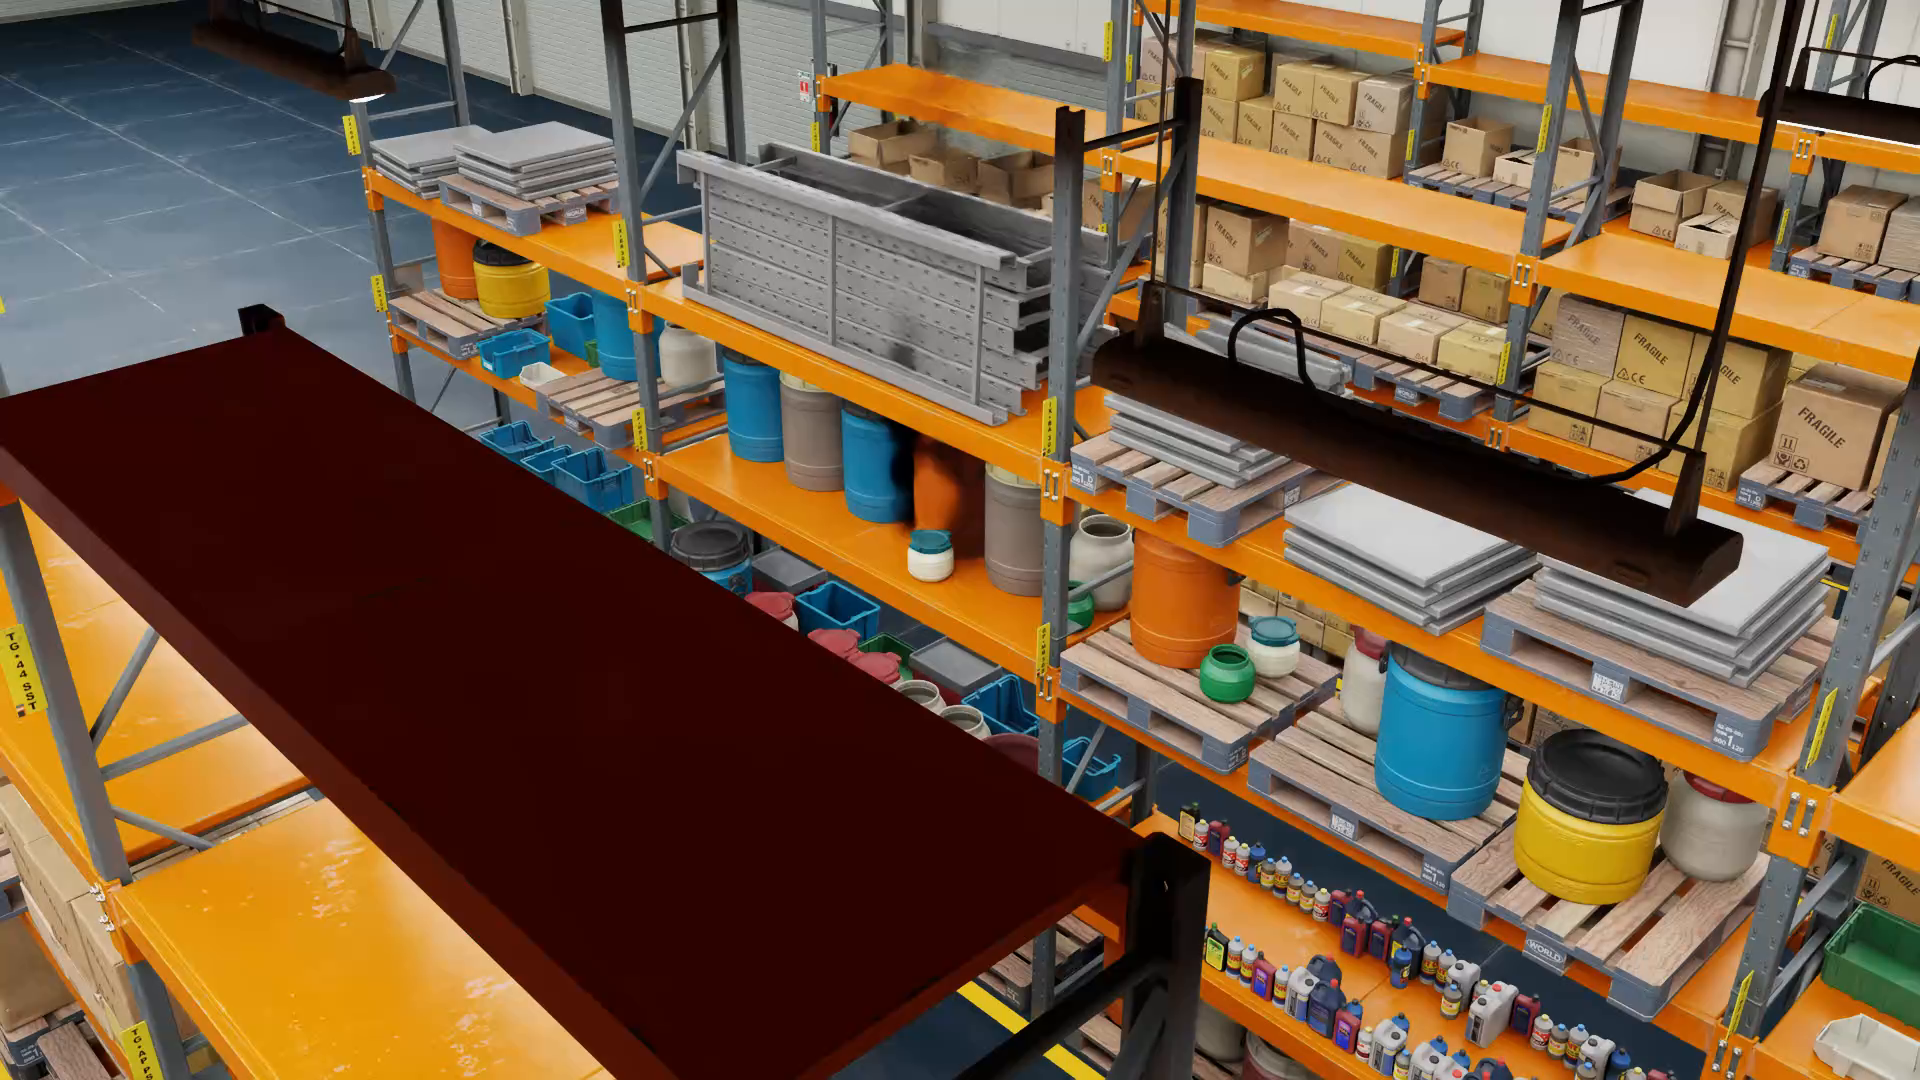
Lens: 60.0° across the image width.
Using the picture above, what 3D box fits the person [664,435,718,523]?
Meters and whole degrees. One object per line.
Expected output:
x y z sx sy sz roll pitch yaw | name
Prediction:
-2.720 -0.596 16.124 0.754 1.850 0.631 20 34 33 | person
